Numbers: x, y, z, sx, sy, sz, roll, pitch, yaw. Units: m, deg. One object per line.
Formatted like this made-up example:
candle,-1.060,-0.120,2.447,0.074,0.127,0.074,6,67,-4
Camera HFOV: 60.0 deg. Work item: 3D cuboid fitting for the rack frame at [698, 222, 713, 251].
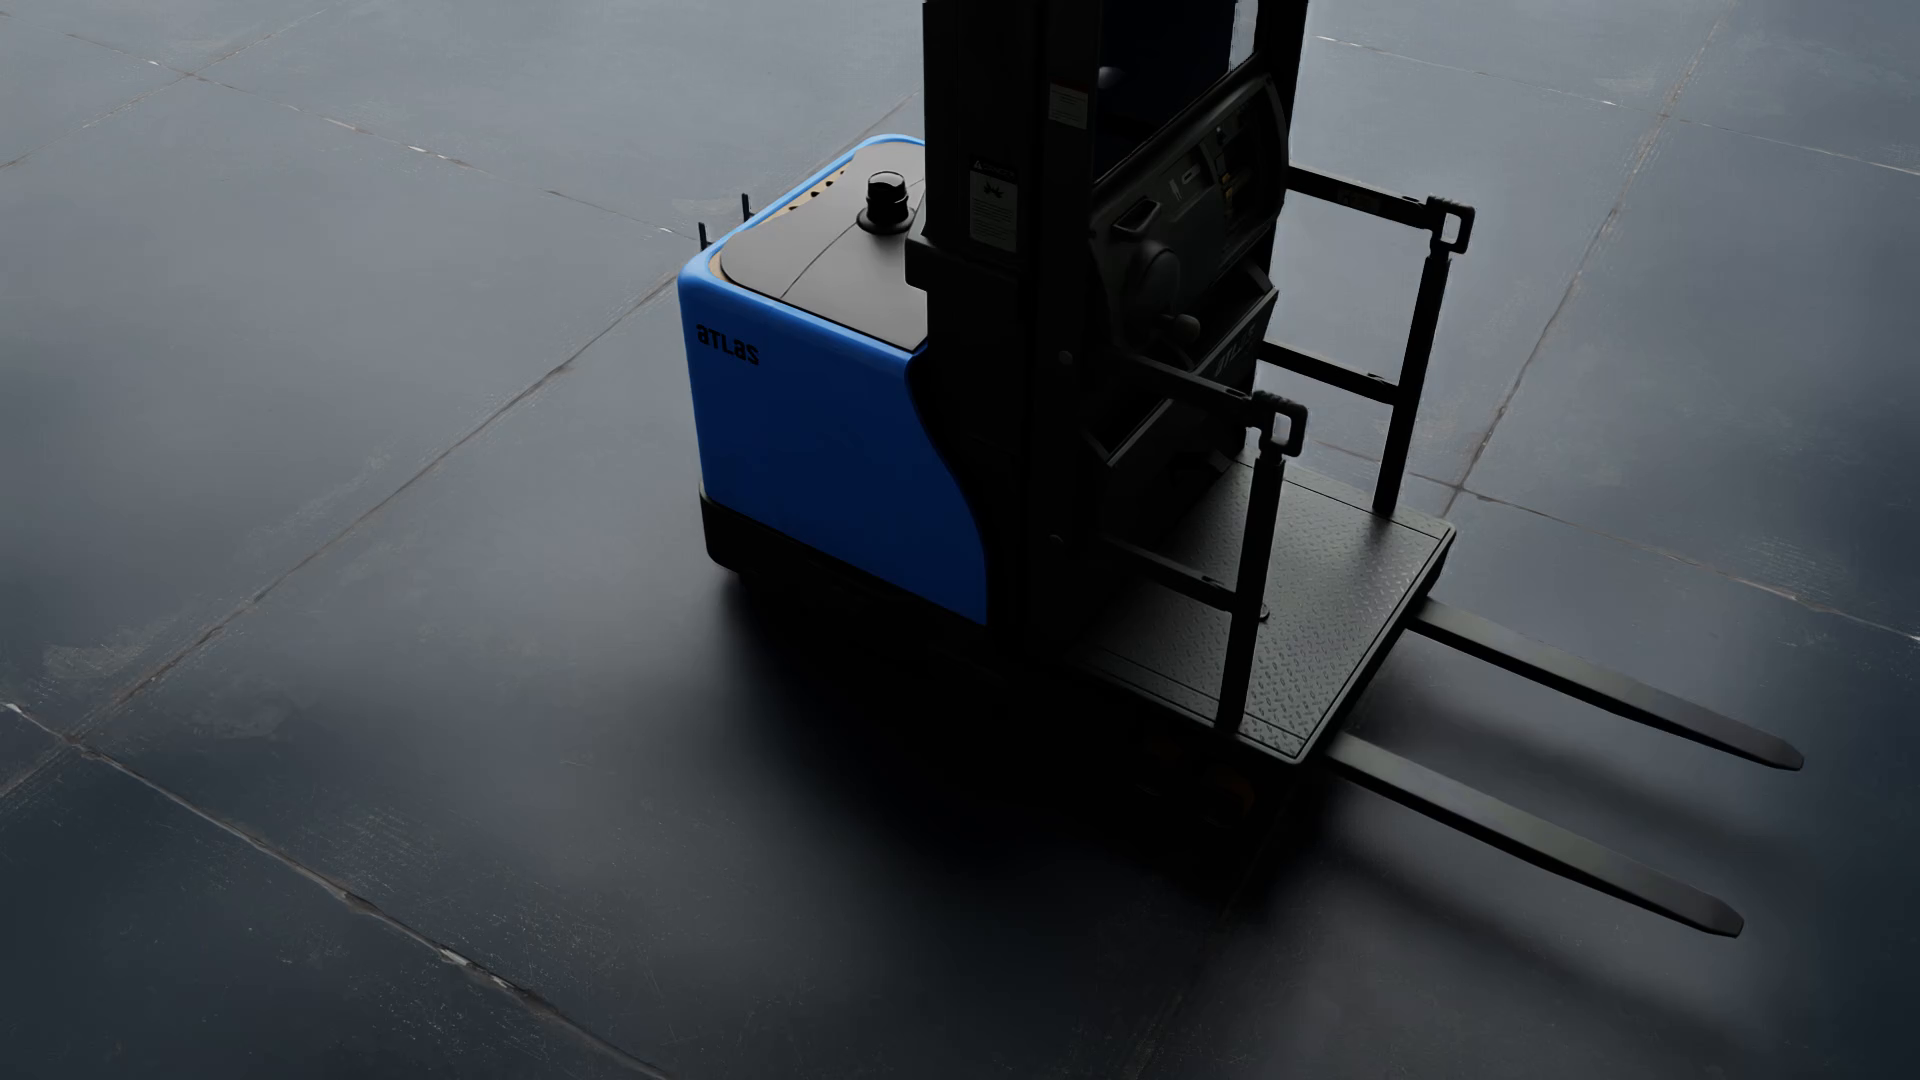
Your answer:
rack frame,-0.679,-0.568,5.213,0.240,0.900,0.006,23,46,25

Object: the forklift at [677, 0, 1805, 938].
forklift,0.731,-0.746,3.879,3.031,2.935,1.130,24,47,24

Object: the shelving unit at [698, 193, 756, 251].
shelving unit,-0.623,-0.624,5.277,0.258,0.900,0.210,23,46,25

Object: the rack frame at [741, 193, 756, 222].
rack frame,-0.567,-0.680,5.341,0.240,0.900,0.006,23,46,25
